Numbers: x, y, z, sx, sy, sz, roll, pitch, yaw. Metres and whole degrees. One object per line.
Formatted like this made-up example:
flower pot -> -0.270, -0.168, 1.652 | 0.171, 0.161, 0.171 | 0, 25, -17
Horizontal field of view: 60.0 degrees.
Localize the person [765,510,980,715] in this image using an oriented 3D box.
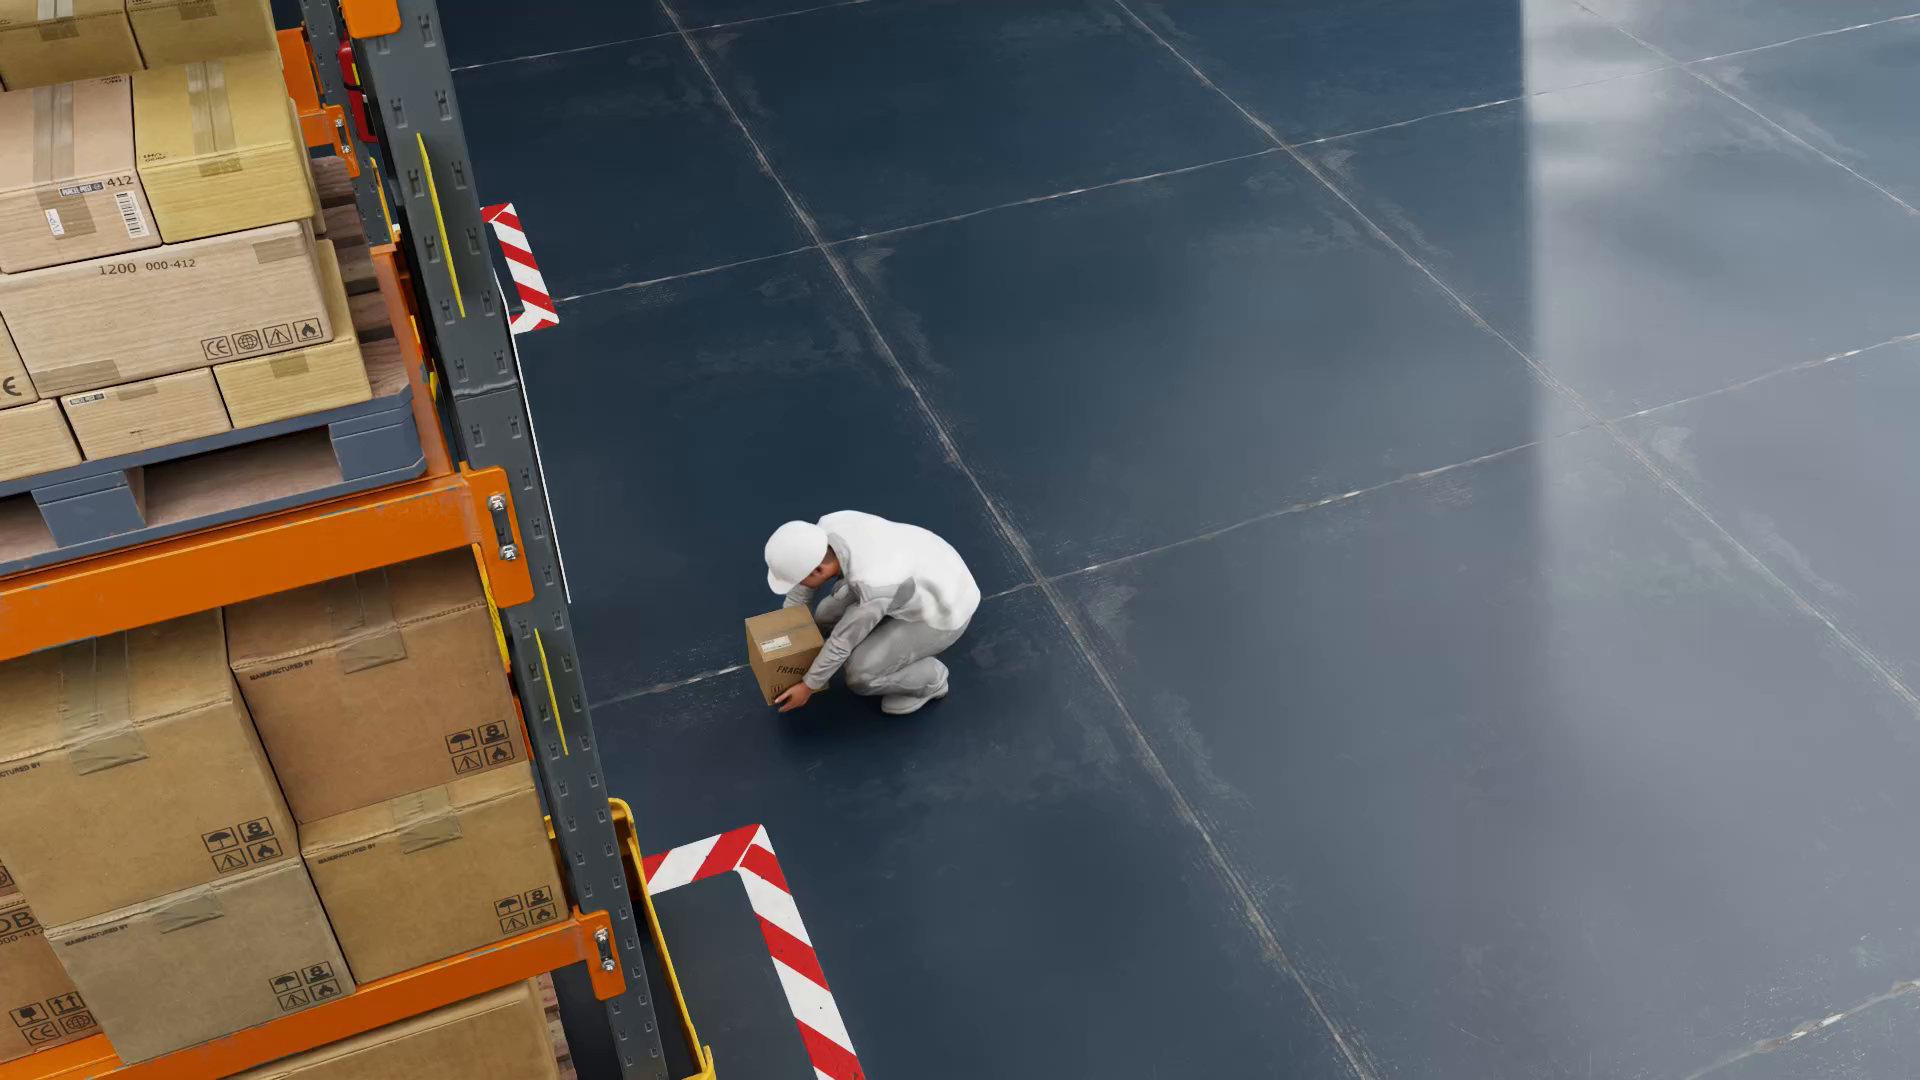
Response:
person -> -0.361, 0.231, 6.464 | 0.881, 1.011, 0.524 | -16, 44, -17
